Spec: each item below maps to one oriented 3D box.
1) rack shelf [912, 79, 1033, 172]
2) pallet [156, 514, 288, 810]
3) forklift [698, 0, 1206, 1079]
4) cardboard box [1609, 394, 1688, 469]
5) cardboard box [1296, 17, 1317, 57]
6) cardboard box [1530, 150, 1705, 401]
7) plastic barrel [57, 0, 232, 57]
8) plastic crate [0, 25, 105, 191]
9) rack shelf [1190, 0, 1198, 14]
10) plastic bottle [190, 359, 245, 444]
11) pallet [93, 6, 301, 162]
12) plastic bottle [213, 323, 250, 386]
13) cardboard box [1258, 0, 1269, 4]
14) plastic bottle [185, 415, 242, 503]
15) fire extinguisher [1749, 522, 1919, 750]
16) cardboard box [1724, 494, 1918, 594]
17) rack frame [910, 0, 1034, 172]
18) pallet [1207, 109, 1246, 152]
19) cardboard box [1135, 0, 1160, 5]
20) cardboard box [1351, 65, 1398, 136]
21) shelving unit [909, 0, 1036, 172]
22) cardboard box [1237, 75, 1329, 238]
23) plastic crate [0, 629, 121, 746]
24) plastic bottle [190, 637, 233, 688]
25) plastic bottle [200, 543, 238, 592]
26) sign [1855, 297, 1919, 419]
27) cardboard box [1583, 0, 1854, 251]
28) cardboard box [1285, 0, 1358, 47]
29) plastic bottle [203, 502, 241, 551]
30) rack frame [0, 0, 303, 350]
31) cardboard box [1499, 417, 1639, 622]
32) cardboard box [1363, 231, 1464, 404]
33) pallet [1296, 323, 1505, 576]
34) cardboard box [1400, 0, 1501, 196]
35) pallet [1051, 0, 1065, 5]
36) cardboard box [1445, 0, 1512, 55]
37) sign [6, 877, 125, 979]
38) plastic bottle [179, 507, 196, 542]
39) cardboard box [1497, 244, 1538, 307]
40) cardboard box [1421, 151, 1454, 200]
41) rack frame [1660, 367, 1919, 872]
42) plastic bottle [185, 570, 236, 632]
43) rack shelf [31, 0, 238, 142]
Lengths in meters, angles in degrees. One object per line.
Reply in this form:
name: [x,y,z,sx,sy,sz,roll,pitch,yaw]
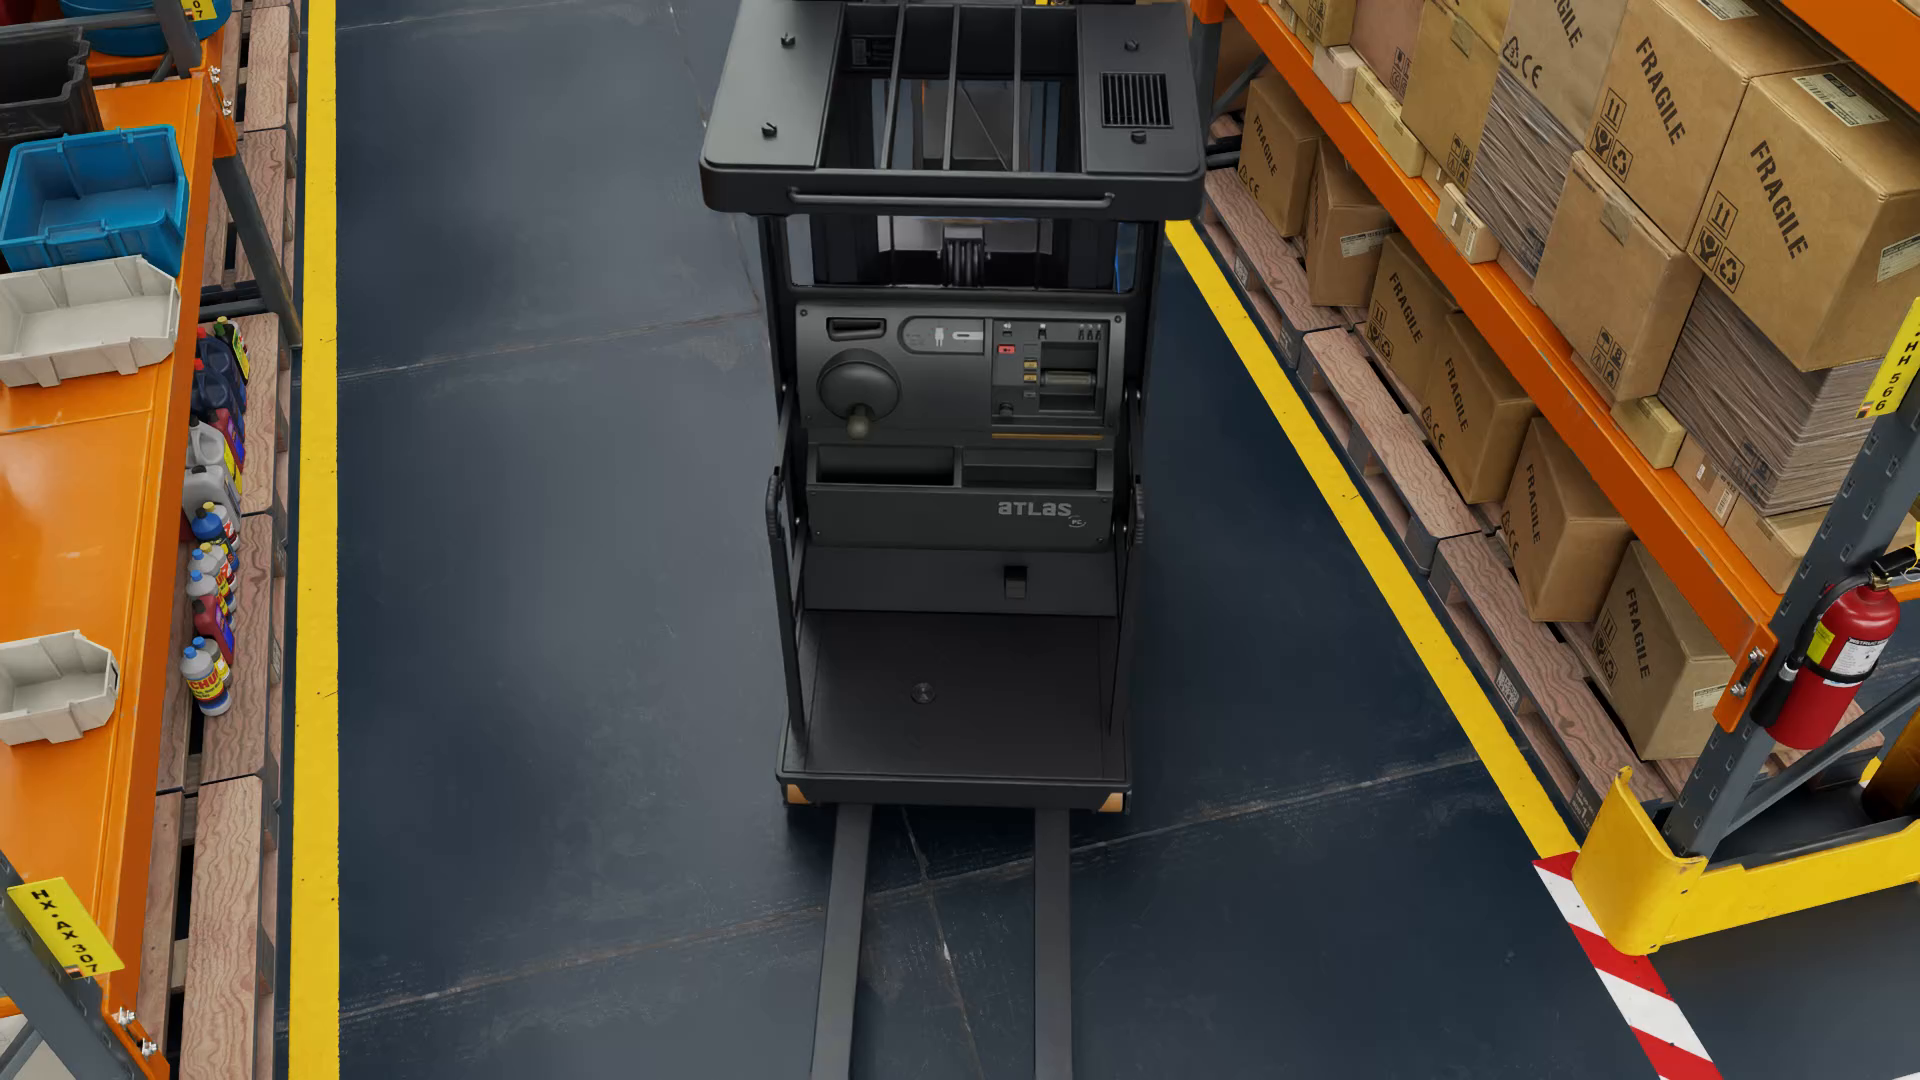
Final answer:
rack shelf: [0.047,-1.351,6.123,0.431,0.518,0.480,1,46,1]
pallet: [-2.835,0.478,5.634,1.003,0.211,1.213,-11,47,-10]
forklift: [-0.004,-0.385,4.575,1.130,2.935,3.031,1,46,1]
cardboard box: [2.079,-0.364,4.682,0.380,0.149,0.250,-11,47,-10]
cardboard box: [1.485,-1.914,6.201,0.380,0.149,0.250,-11,47,-10]
cardboard box: [2.171,-0.804,4.660,0.875,0.500,0.500,-11,47,-10]
plastic barrel: [-3.089,-2.311,6.063,0.600,0.901,0.708,-11,47,-10]
plastic crate: [-3.272,-1.407,5.572,0.767,0.338,0.504,-11,47,-10]
rack shelf: [0.993,-3.848,8.424,1.077,0.370,4.000,-11,47,-10]
plastic bottle: [-2.790,-0.515,6.202,0.144,0.351,0.185,-13,47,-12]
pallet: [-3.837,-2.216,8.274,1.003,0.211,1.213,-11,47,-10]
plastic bottle: [-2.841,-0.744,6.473,0.061,0.283,0.133,-9,46,-8]
cardboard box: [1.321,-2.252,6.533,0.380,0.149,0.250,-11,47,-10]
plastic bottle: [-2.708,-0.292,5.983,0.144,0.351,0.185,-11,47,-11]
fire extinguisher: [2.113,0.233,3.975,0.296,0.674,0.183,-11,47,-10]
cardboard box: [2.256,-0.028,4.353,0.380,0.149,0.250,-11,47,-10]
rack frame: [0.039,-1.186,5.942,0.400,2.100,0.015,1,46,1]
pallet: [1.304,-2.280,8.337,1.003,0.211,1.213,-11,47,-10]
cardboard box: [1.265,-2.758,8.295,0.700,0.500,0.500,-11,47,-11]
cardboard box: [1.613,-1.569,5.863,0.380,0.149,0.250,-11,47,-10]
shelving unit: [0.047,-1.360,6.113,0.431,2.100,0.503,1,46,1]
cardboard box: [1.569,-1.707,7.279,0.500,0.500,0.500,-12,47,-12]
plastic crate: [-2.177,0.364,3.978,0.298,0.136,0.250,-11,47,-10]
plastic bottle: [-2.448,0.394,5.415,0.097,0.201,0.097,0,46,0]
plastic bottle: [-2.561,0.091,5.712,0.097,0.201,0.097,0,46,0]
sign: [1.987,-0.385,3.495,0.100,0.325,0.005,-11,47,-10]
cardboard box: [2.016,-1.125,4.274,0.500,0.500,0.500,-11,47,-10]
cardboard box: [1.654,-2.184,6.012,0.875,0.500,0.500,-11,47,-10]
plastic bottle: [-2.613,-0.051,5.851,0.097,0.201,0.097,0,46,0]
rack frame: [-3.283,-1.813,5.927,1.000,3.000,0.127,-11,47,-10]
cardboard box: [2.199,-0.070,5.674,0.500,0.500,0.500,0,46,0]
cardboard box: [1.958,-0.899,6.487,0.500,0.500,0.500,-15,47,-14]
pallet: [2.027,-0.442,6.535,1.003,0.211,1.213,-11,47,-10]
cardboard box: [1.968,-1.505,5.346,0.875,0.500,0.500,-11,47,-10]
pallet: [0.988,-3.124,9.164,1.003,0.211,1.213,-11,47,-10]
cardboard box: [1.770,-1.817,4.952,0.500,0.500,0.500,-11,47,-10]
sign: [-1.726,0.754,3.217,0.100,0.325,0.005,-11,47,-10]
plastic bottle: [-2.773,-0.136,5.877,0.061,0.283,0.133,-11,47,-10]
cardboard box: [1.921,-0.888,5.196,0.380,0.149,0.250,-11,47,-10]
cardboard box: [1.774,-1.230,5.531,0.380,0.149,0.250,-11,47,-10]
rack frame: [2.529,0.043,4.108,1.000,3.000,0.127,-11,47,-10]
plastic bottle: [-2.510,0.204,5.552,0.097,0.271,0.097,0,46,0]
rack shelf: [-3.795,-2.942,7.537,1.077,0.370,4.000,-11,47,-10]
